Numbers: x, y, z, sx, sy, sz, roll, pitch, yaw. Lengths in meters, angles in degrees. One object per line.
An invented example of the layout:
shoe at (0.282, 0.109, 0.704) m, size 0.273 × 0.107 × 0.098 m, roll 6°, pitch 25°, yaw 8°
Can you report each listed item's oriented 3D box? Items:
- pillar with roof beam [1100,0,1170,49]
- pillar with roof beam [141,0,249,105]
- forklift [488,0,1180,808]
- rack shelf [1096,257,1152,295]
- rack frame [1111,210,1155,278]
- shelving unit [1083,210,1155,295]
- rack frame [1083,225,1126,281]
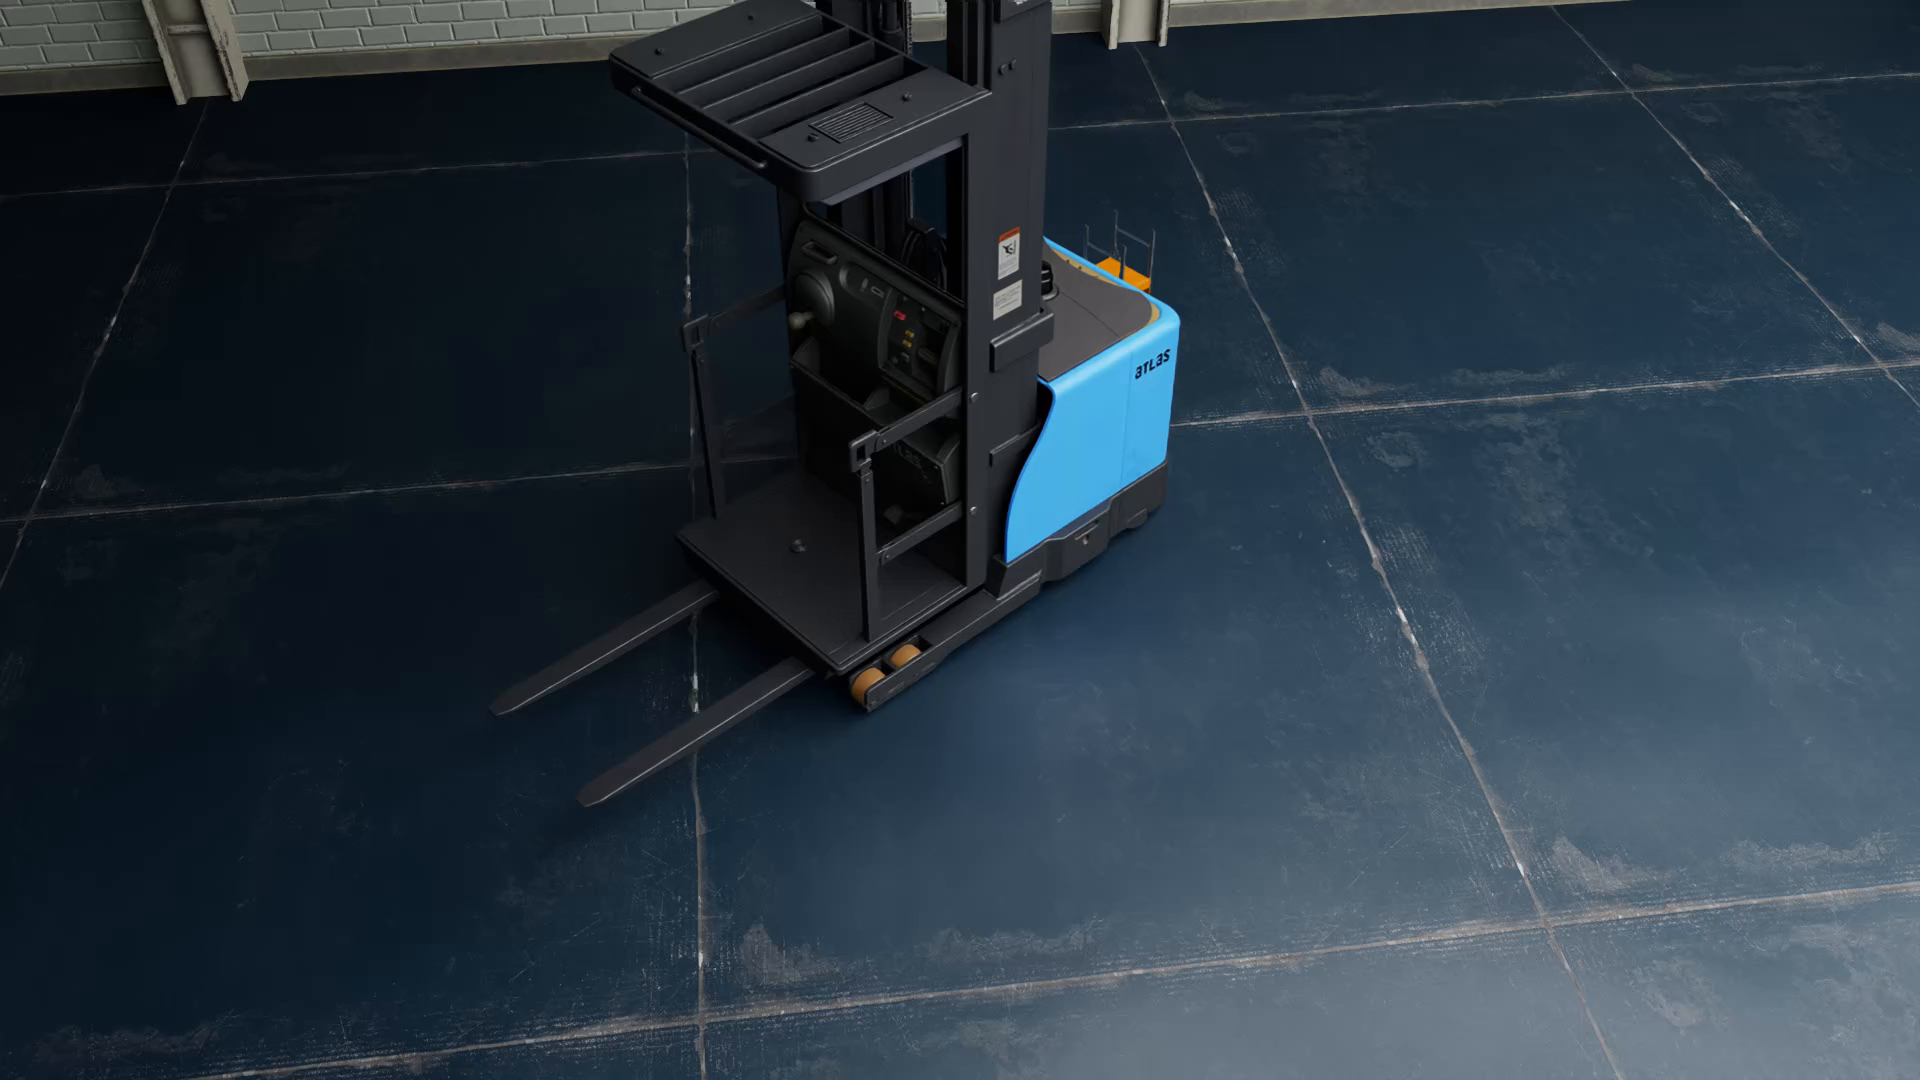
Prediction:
pillar with roof beam at (1.725, -3.878, 5.045) m, size 0.400 × 9.000 × 9.100 m, roll -5°, pitch 42°, yaw -6°
pillar with roof beam at (-4.225, -3.357, 4.468) m, size 0.400 × 9.000 × 9.100 m, roll -5°, pitch 42°, yaw -6°
forklift at (-0.487, -0.803, 6.167) m, size 3.031 × 2.935 × 1.130 m, roll -32°, pitch 51°, yaw -30°
rack shelf at (0.689, -1.133, 7.354) m, size 0.180 × 0.103 × 0.258 m, roll -32°, pitch 51°, yaw -30°
rack frame at (0.756, -0.941, 7.612) m, size 0.006 × 1.200 × 0.240 m, roll -32°, pitch 51°, yaw -30°
shelving unit at (0.689, -0.899, 7.566) m, size 0.189 × 1.200 × 0.258 m, roll -32°, pitch 51°, yaw -30°
rack frame at (0.622, -0.857, 7.520) m, size 0.006 × 1.200 × 0.240 m, roll -32°, pitch 51°, yaw -30°
